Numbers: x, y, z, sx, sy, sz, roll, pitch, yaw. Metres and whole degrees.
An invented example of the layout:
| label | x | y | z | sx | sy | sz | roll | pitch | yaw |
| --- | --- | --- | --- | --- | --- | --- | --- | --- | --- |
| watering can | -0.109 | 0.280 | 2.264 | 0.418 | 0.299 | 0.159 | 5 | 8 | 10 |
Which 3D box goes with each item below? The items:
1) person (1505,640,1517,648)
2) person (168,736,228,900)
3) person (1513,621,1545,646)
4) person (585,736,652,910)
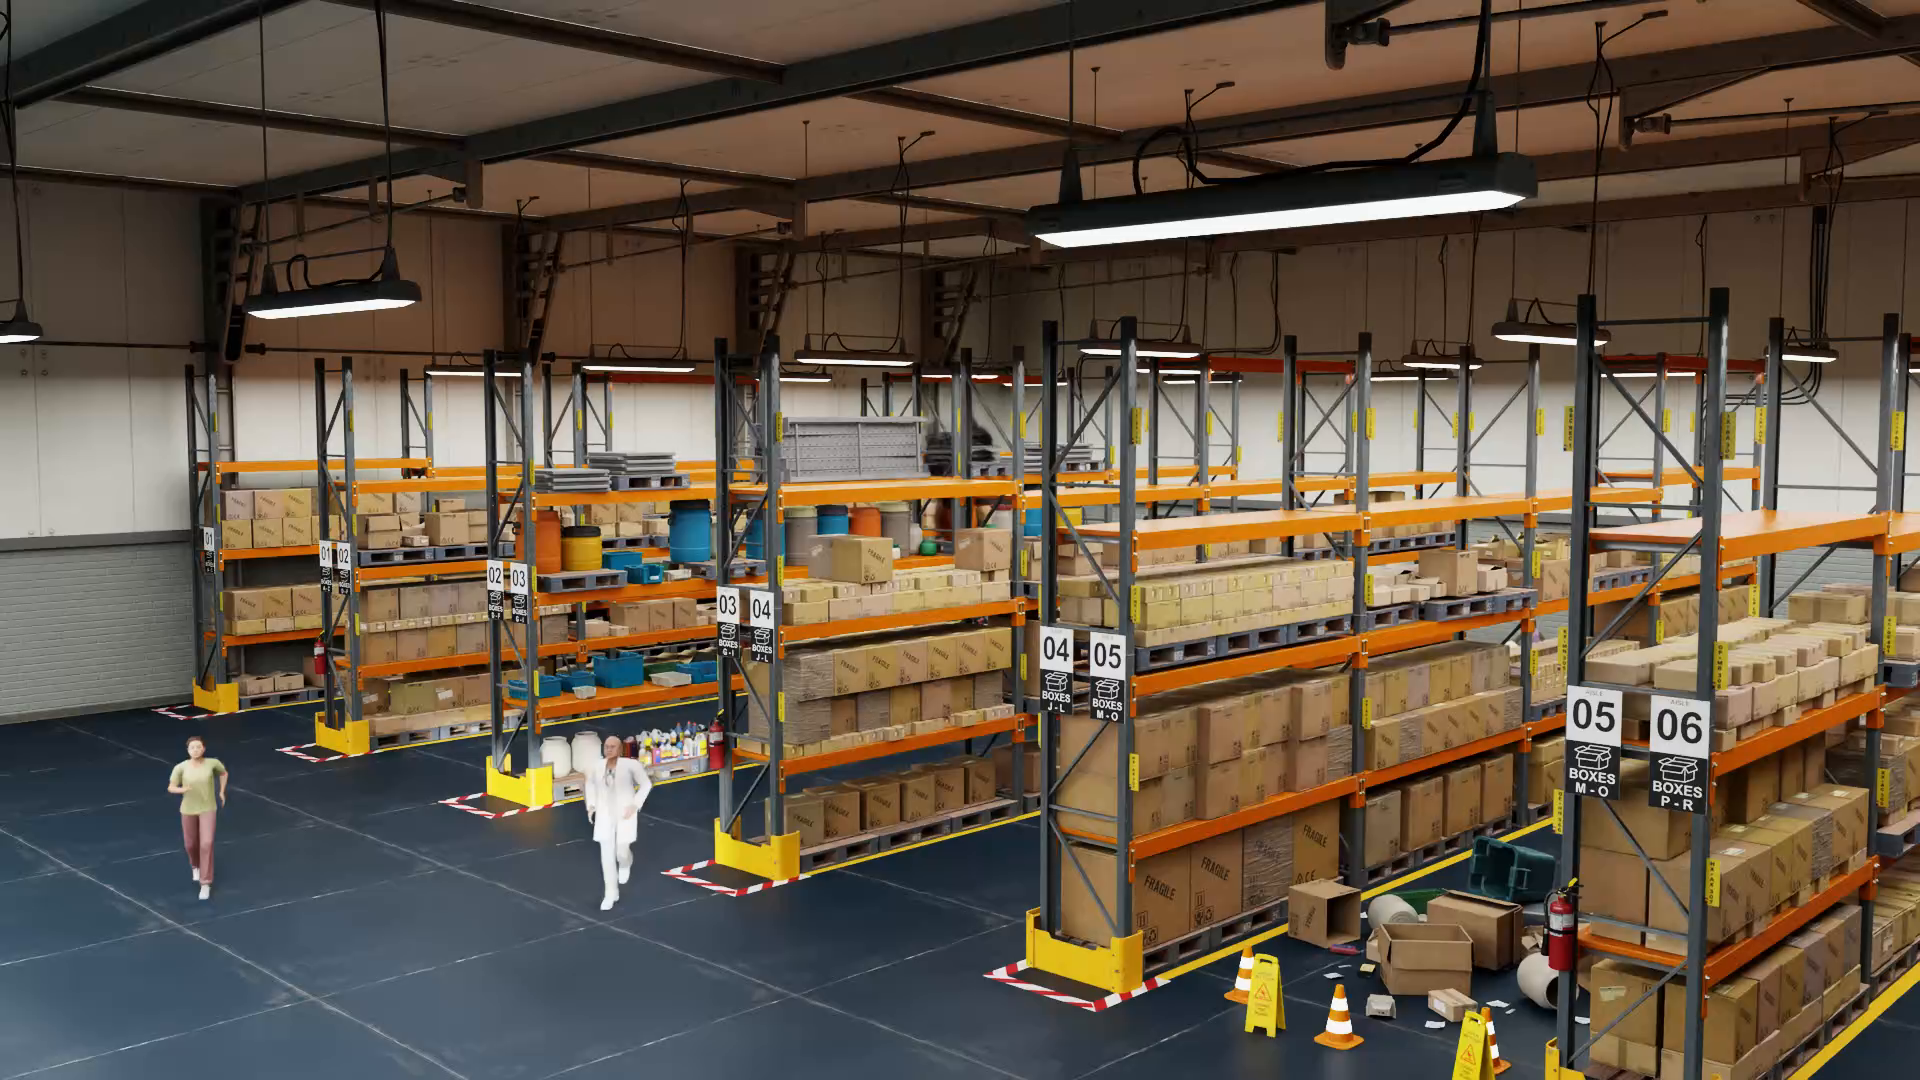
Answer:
| label | x | y | z | sx | sy | sz | roll | pitch | yaw |
| --- | --- | --- | --- | --- | --- | --- | --- | --- | --- |
| person | 8.326 | 2.366 | 25.075 | 0.692 | 1.721 | 0.737 | 4 | 6 | 40 |
| person | -8.191 | 2.934 | 17.886 | 0.568 | 1.670 | 0.952 | -2 | 5 | -20 |
| person | 10.044 | 2.147 | 29.229 | 0.560 | 1.598 | 0.661 | 0 | 4 | 4 |
| person | -3.615 | 2.938 | 17.609 | 0.727 | 1.777 | 0.862 | 0 | 4 | 2 |
